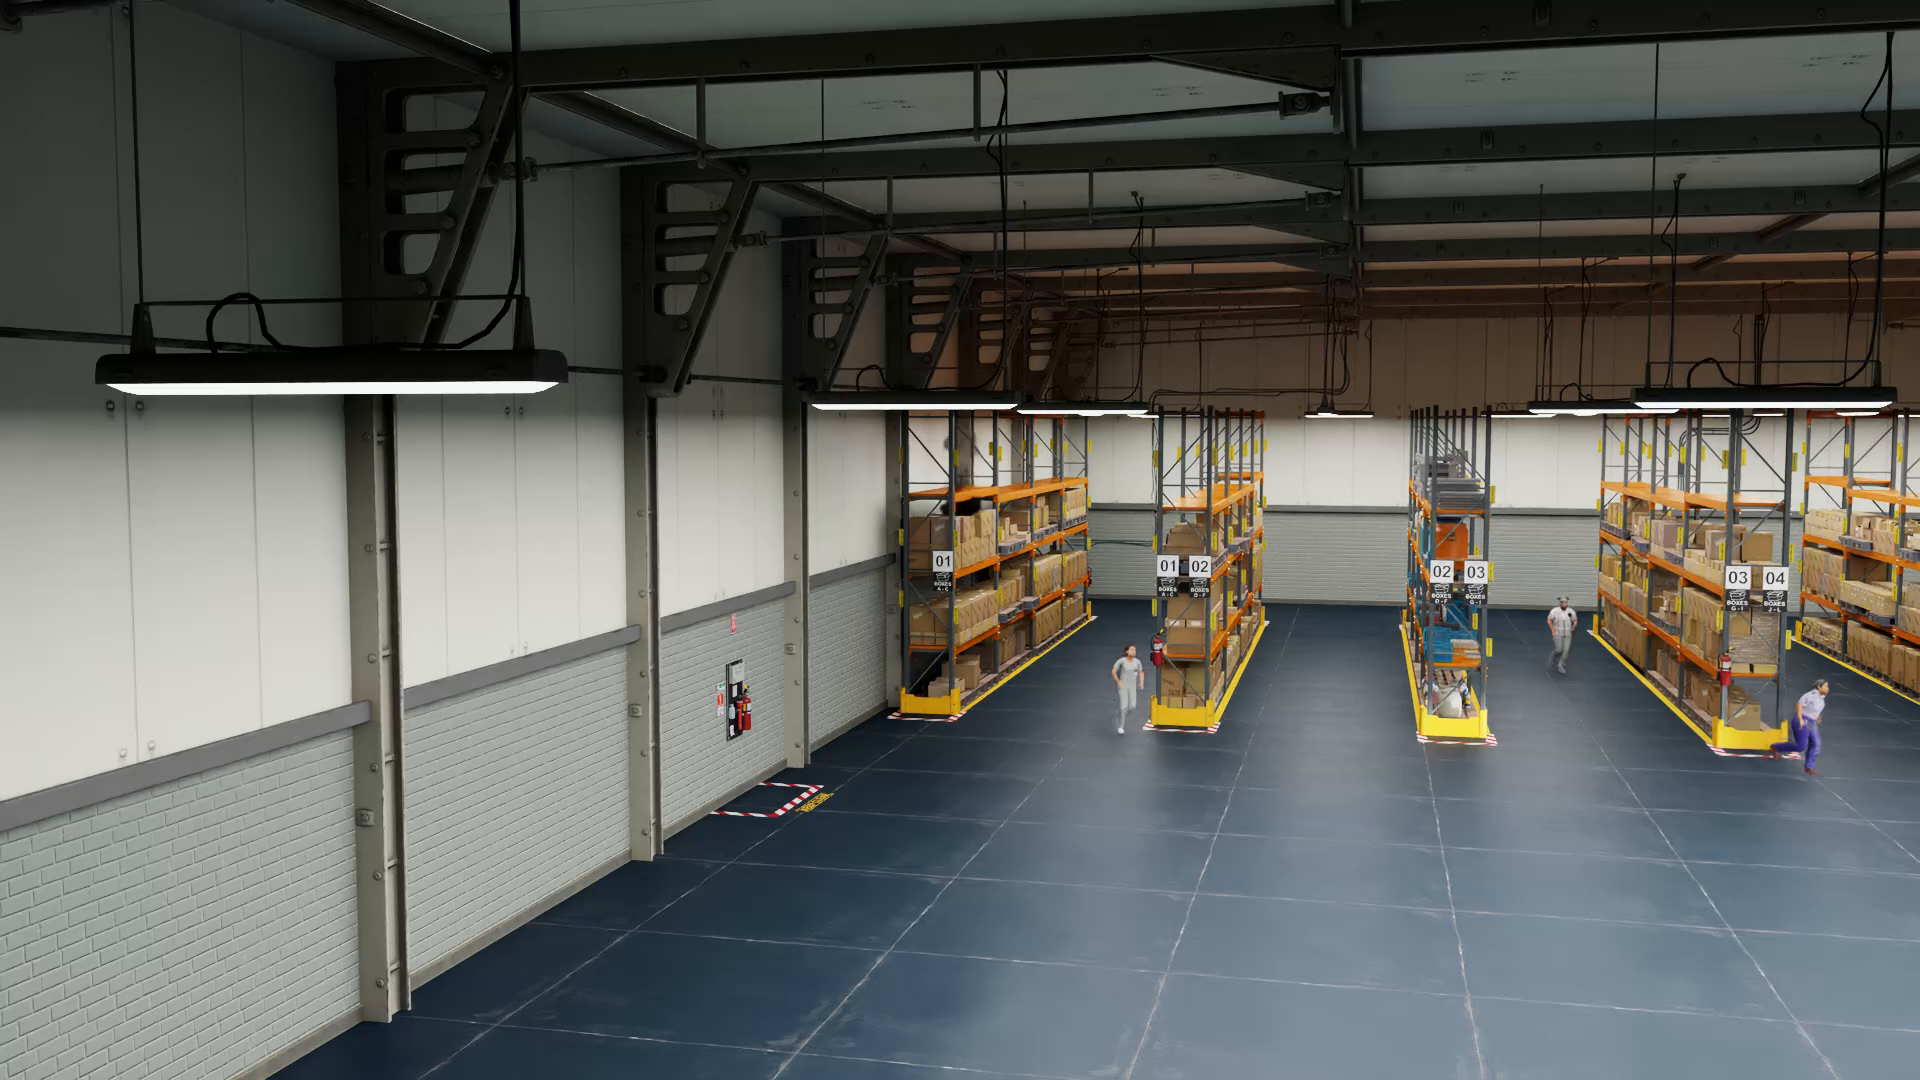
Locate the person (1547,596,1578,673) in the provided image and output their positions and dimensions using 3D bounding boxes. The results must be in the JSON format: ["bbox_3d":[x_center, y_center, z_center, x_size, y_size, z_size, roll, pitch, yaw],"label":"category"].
[{"bbox_3d":[13.739,2.139,37.867,0.649,1.755,0.629,1,4,8],"label":"person"}]

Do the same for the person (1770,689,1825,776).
[{"bbox_3d":[13.666,3.099,27.106,0.789,1.446,0.580,4,6,43],"label":"person"}]

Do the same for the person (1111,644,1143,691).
[{"bbox_3d":[3.104,2.344,30.540,0.630,0.863,0.428,-1,4,-14],"label":"person"}]
